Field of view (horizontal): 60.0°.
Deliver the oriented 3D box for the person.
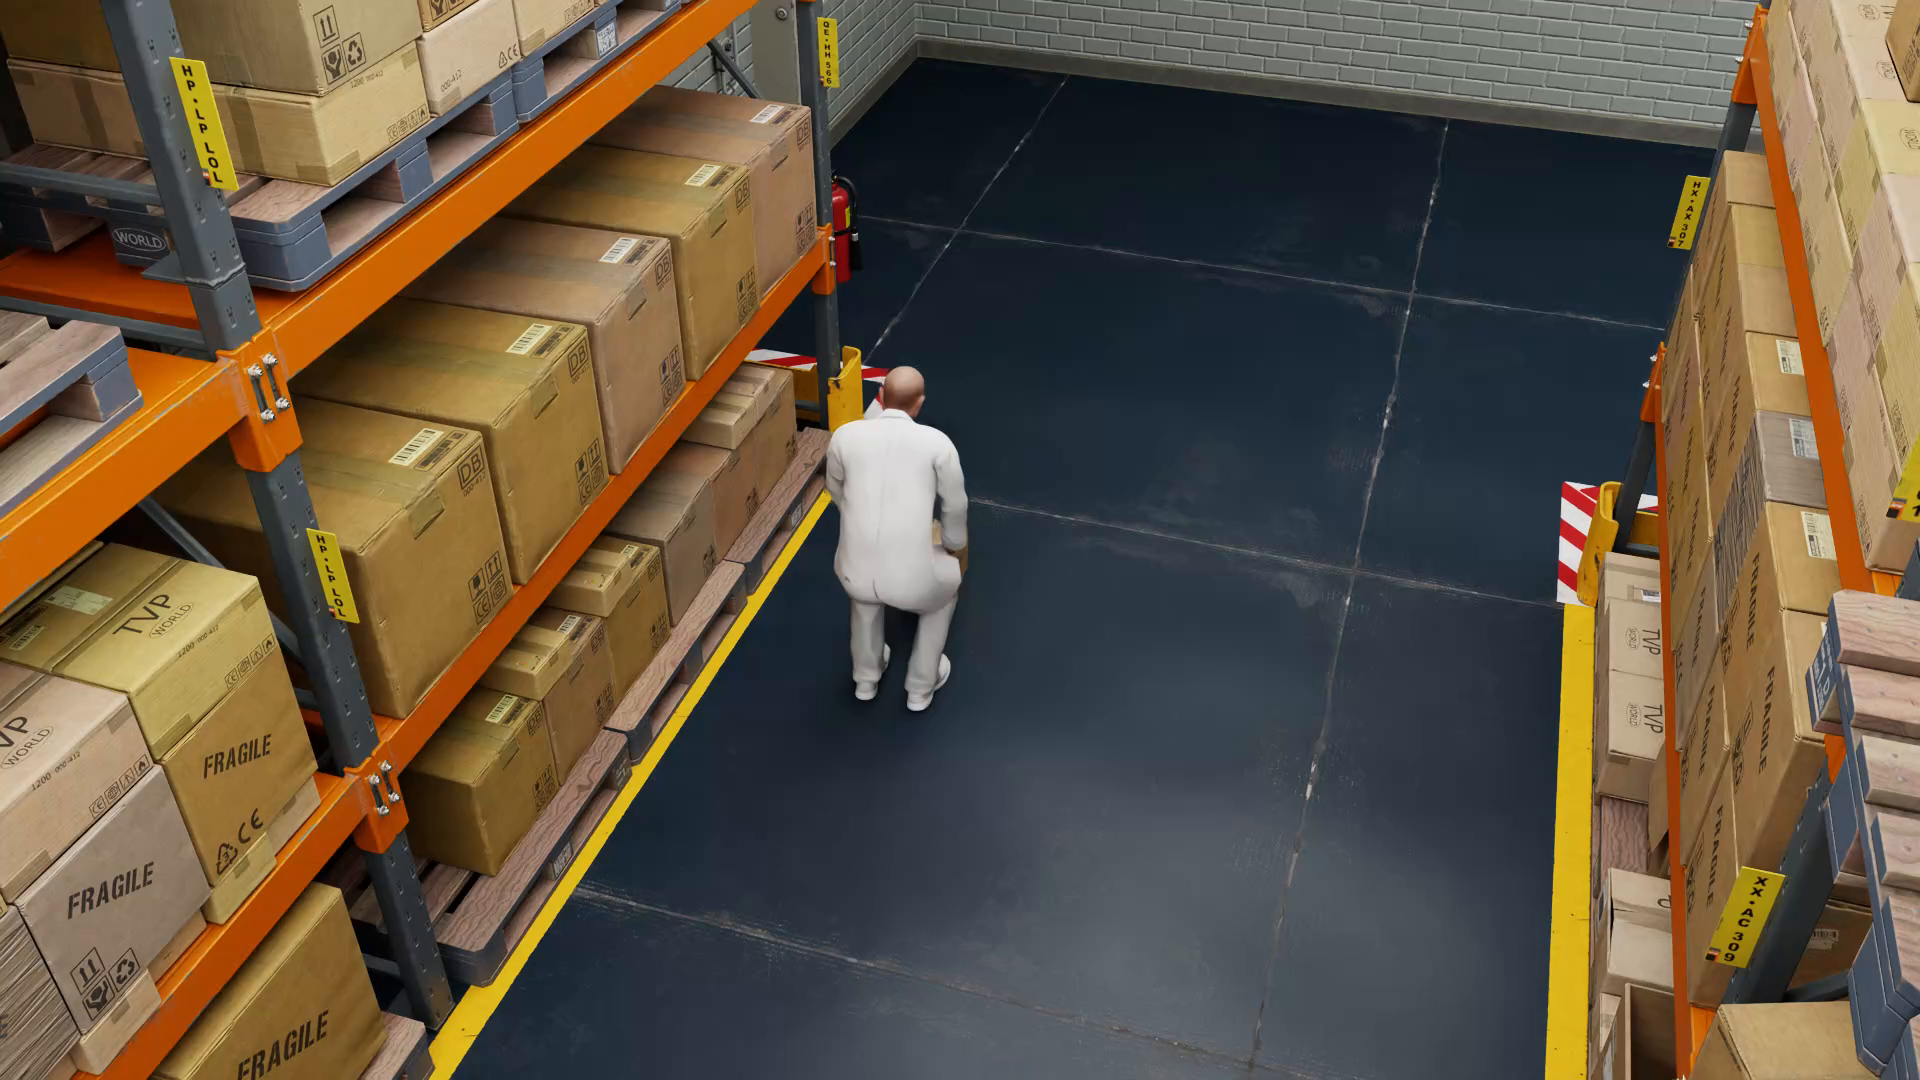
[{"bbox_3d":[-0.294,0.021,7.130,0.631,1.483,0.680,11,38,14],"label":"person"}]
